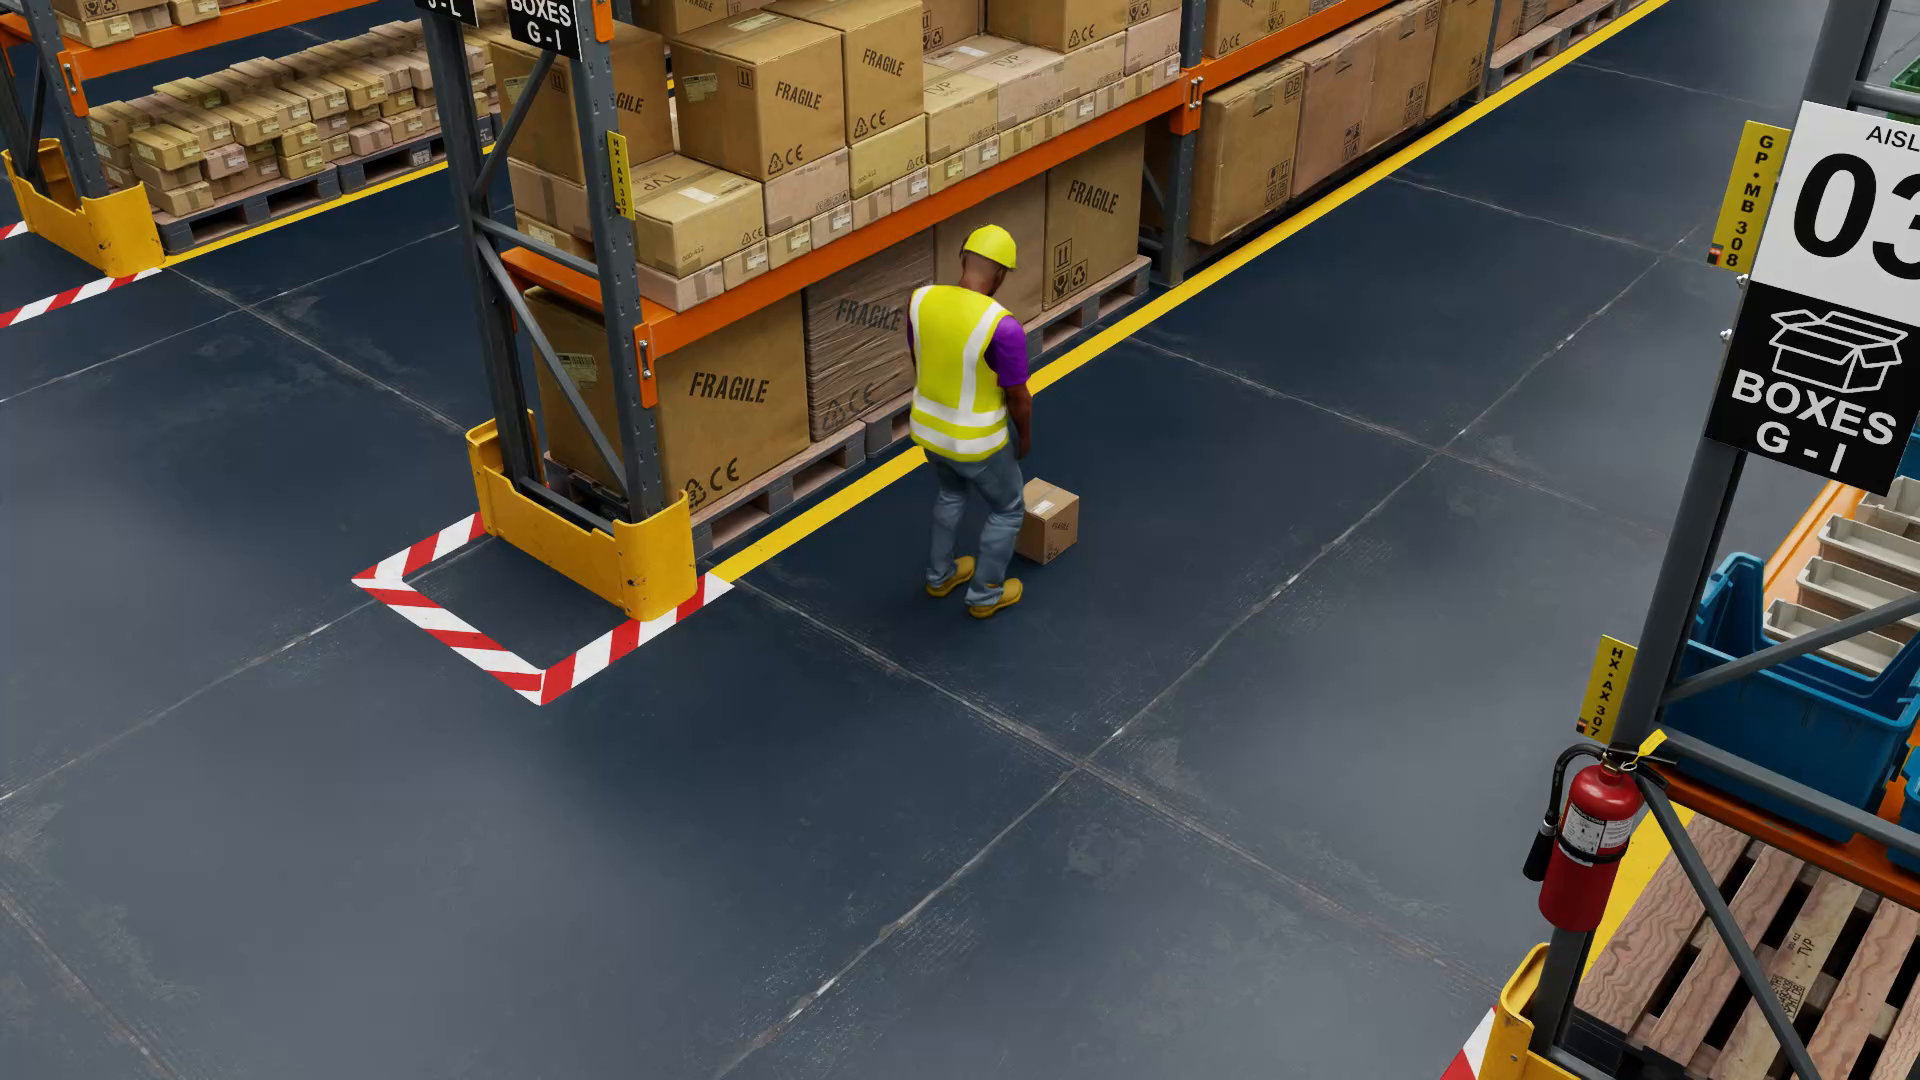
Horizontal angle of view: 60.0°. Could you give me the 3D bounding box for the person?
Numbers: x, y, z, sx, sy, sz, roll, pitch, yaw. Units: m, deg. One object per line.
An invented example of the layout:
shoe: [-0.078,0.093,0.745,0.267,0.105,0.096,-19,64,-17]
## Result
person: [0.041,-0.479,6.889,0.602,1.682,0.511,27,43,33]
